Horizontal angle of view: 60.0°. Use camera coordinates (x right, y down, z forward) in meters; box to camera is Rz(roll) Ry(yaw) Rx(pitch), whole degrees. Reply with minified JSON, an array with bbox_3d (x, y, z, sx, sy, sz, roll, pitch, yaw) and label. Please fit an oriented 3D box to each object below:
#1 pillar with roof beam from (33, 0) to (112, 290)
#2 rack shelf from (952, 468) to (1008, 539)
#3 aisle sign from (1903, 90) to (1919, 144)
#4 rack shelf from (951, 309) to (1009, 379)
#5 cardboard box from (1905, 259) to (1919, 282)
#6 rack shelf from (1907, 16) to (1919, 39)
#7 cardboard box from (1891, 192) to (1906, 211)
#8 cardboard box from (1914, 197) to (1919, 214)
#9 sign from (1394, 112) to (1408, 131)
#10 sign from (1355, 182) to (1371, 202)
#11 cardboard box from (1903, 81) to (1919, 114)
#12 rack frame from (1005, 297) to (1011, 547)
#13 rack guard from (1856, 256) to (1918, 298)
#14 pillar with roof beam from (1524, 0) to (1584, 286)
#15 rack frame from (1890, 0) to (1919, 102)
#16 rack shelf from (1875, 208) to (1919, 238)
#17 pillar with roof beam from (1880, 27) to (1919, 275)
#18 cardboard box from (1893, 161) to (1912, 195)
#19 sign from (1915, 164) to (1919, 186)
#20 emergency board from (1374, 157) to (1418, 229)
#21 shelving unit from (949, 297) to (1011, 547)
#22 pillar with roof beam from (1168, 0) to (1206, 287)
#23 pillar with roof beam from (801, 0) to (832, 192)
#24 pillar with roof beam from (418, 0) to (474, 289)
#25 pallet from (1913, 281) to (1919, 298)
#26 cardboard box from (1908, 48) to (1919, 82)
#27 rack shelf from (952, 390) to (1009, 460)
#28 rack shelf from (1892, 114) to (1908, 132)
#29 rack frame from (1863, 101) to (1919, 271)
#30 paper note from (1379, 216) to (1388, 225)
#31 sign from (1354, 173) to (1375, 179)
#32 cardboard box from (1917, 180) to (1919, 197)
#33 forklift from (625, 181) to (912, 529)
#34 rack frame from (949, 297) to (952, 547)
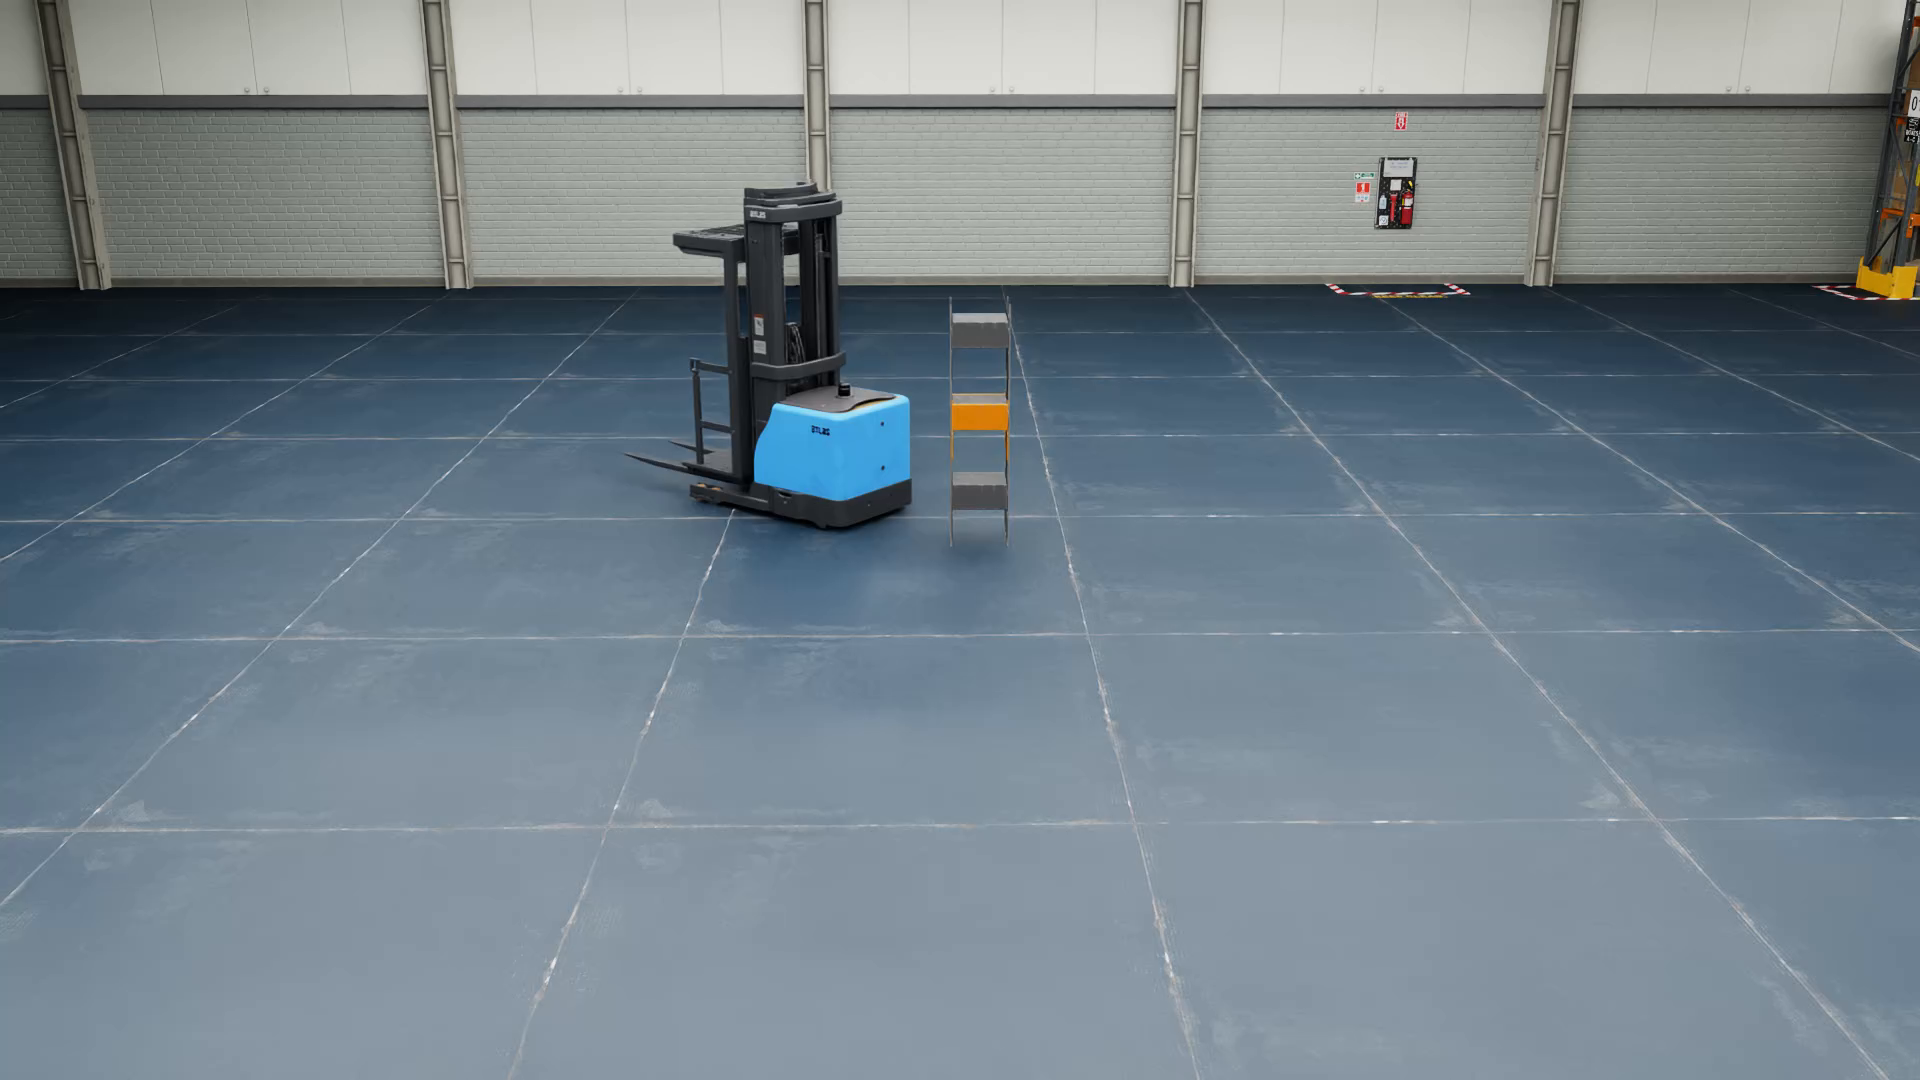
[{"bbox_3d":[-14.236,-7.138,22.066,0.400,9.000,9.100,0,18,-1],"label":"pillar with roof beam"},{"bbox_3d":[0.166,-0.321,14.447,0.480,0.518,0.431,0,18,-1],"label":"rack shelf"},{"bbox_3d":[14.939,-6.619,26.014,0.004,0.787,0.394,0,18,-1],"label":"aisle sign"},{"bbox_3d":[0.166,-1.654,14.020,0.480,0.518,0.431,0,18,-1],"label":"rack shelf"},{"bbox_3d":[15.700,-4.378,26.966,0.500,0.311,0.500,-2,18,-7],"label":"cardboard box"},{"bbox_3d":[17.006,-7.995,25.922,4.000,0.370,1.077,0,18,-1],"label":"rack shelf"},{"bbox_3d":[15.471,-5.473,26.910,0.500,0.250,0.500,0,18,0],"label":"cardboard box"},{"bbox_3d":[15.499,-5.317,26.423,0.500,0.250,0.500,-1,18,-2],"label":"cardboard box"},{"bbox_3d":[7.212,-6.846,27.182,0.199,0.298,0.001,0,18,-1],"label":"sign"},{"bbox_3d":[6.667,-5.757,27.526,0.234,0.329,0.001,0,18,-1],"label":"sign"},{"bbox_3d":[15.420,-7.038,26.469,0.500,0.500,0.500,1,18,3],"label":"cardboard box"},{"bbox_3d":[0.409,-1.002,14.233,0.015,2.100,0.400,0,18,-1],"label":"rack frame"},{"bbox_3d":[15.082,-4.283,27.081,0.348,0.500,1.175,0,18,-1],"label":"rack guard"},{"bbox_3d":[9.761,-7.253,22.427,0.400,9.000,9.100,0,18,-1],"label":"pillar with roof beam"},{"bbox_3d":[15.006,-8.330,25.782,0.127,3.000,1.000,0,18,-1],"label":"rack frame"},{"bbox_3d":[17.006,-5.140,26.838,4.000,0.370,1.077,0,18,-1],"label":"rack shelf"},{"bbox_3d":[15.761,-7.282,22.517,0.400,9.000,9.100,0,18,-1],"label":"pillar with roof beam"},{"bbox_3d":[15.474,-5.835,26.813,0.500,0.500,0.500,0,18,-1],"label":"cardboard box"},{"bbox_3d":[15.015,-5.720,26.049,0.005,0.325,0.100,0,18,-1],"label":"sign"},{"bbox_3d":[7.222,-5.711,27.441,0.643,1.169,0.194,0,18,-1],"label":"emergency board"},{"bbox_3d":[0.166,-1.001,14.229,0.503,2.100,0.431,0,18,-1],"label":"shelving unit"},{"bbox_3d":[3.762,-7.225,22.337,0.400,9.000,9.100,0,18,-1],"label":"pillar with roof beam"},{"bbox_3d":[-2.237,-7.196,22.246,0.400,9.000,9.100,0,18,-1],"label":"pillar with roof beam"},{"bbox_3d":[-8.236,-7.167,22.156,0.400,9.000,9.100,0,18,-1],"label":"pillar with roof beam"},{"bbox_3d":[15.895,-4.139,27.104,1.213,0.211,1.003,0,18,-1],"label":"pallet"},{"bbox_3d":[15.433,-7.516,26.324,0.500,0.500,0.500,1,18,2],"label":"cardboard box"},{"bbox_3d":[0.166,-0.988,14.233,0.480,0.518,0.431,0,18,-1],"label":"rack shelf"},{"bbox_3d":[17.006,-6.568,26.380,4.000,0.370,1.077,0,18,-1],"label":"rack shelf"},{"bbox_3d":[15.006,-5.473,26.698,0.127,3.000,1.000,0,18,-1],"label":"rack frame"},{"bbox_3d":[7.044,-5.312,27.639,0.142,0.148,0.016,0,18,-1],"label":"paper note"},{"bbox_3d":[6.672,-6.007,27.436,0.331,0.109,0.001,0,18,-1],"label":"sign"},{"bbox_3d":[15.489,-5.679,26.324,0.500,0.500,0.500,0,18,-1],"label":"cardboard box"},{"bbox_3d":[-1.923,-1.837,15.477,3.031,2.935,1.130,13,22,36],"label":"forklift"},{"bbox_3d":[-0.078,-0.999,14.226,0.015,2.100,0.400,0,18,-1],"label":"rack frame"}]
